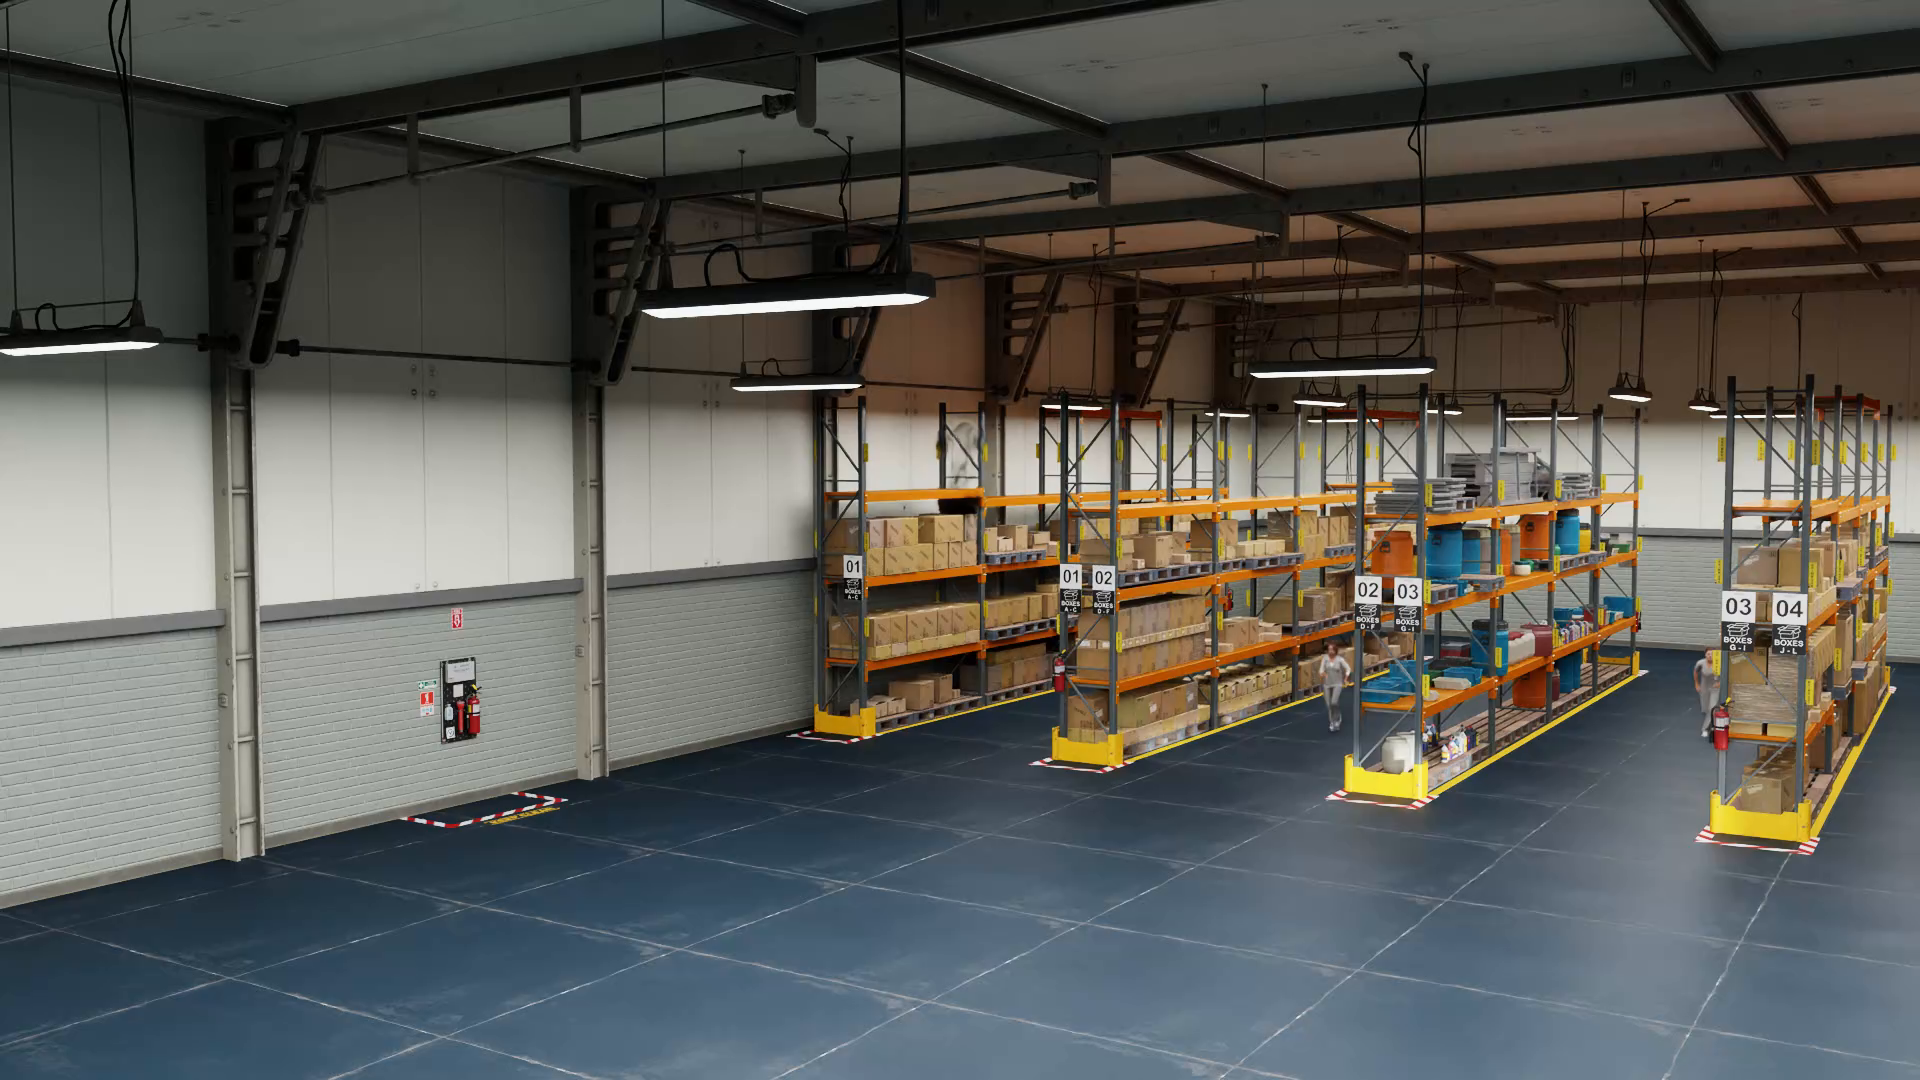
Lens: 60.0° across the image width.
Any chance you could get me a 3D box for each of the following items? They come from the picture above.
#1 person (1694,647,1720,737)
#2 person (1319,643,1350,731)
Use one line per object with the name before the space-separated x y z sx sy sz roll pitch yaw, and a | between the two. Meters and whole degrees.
person | 13.304 2.686 29.482 0.557 1.587 0.738 1 3 24
person | 6.672 2.636 29.751 0.512 1.570 0.636 2 3 28
